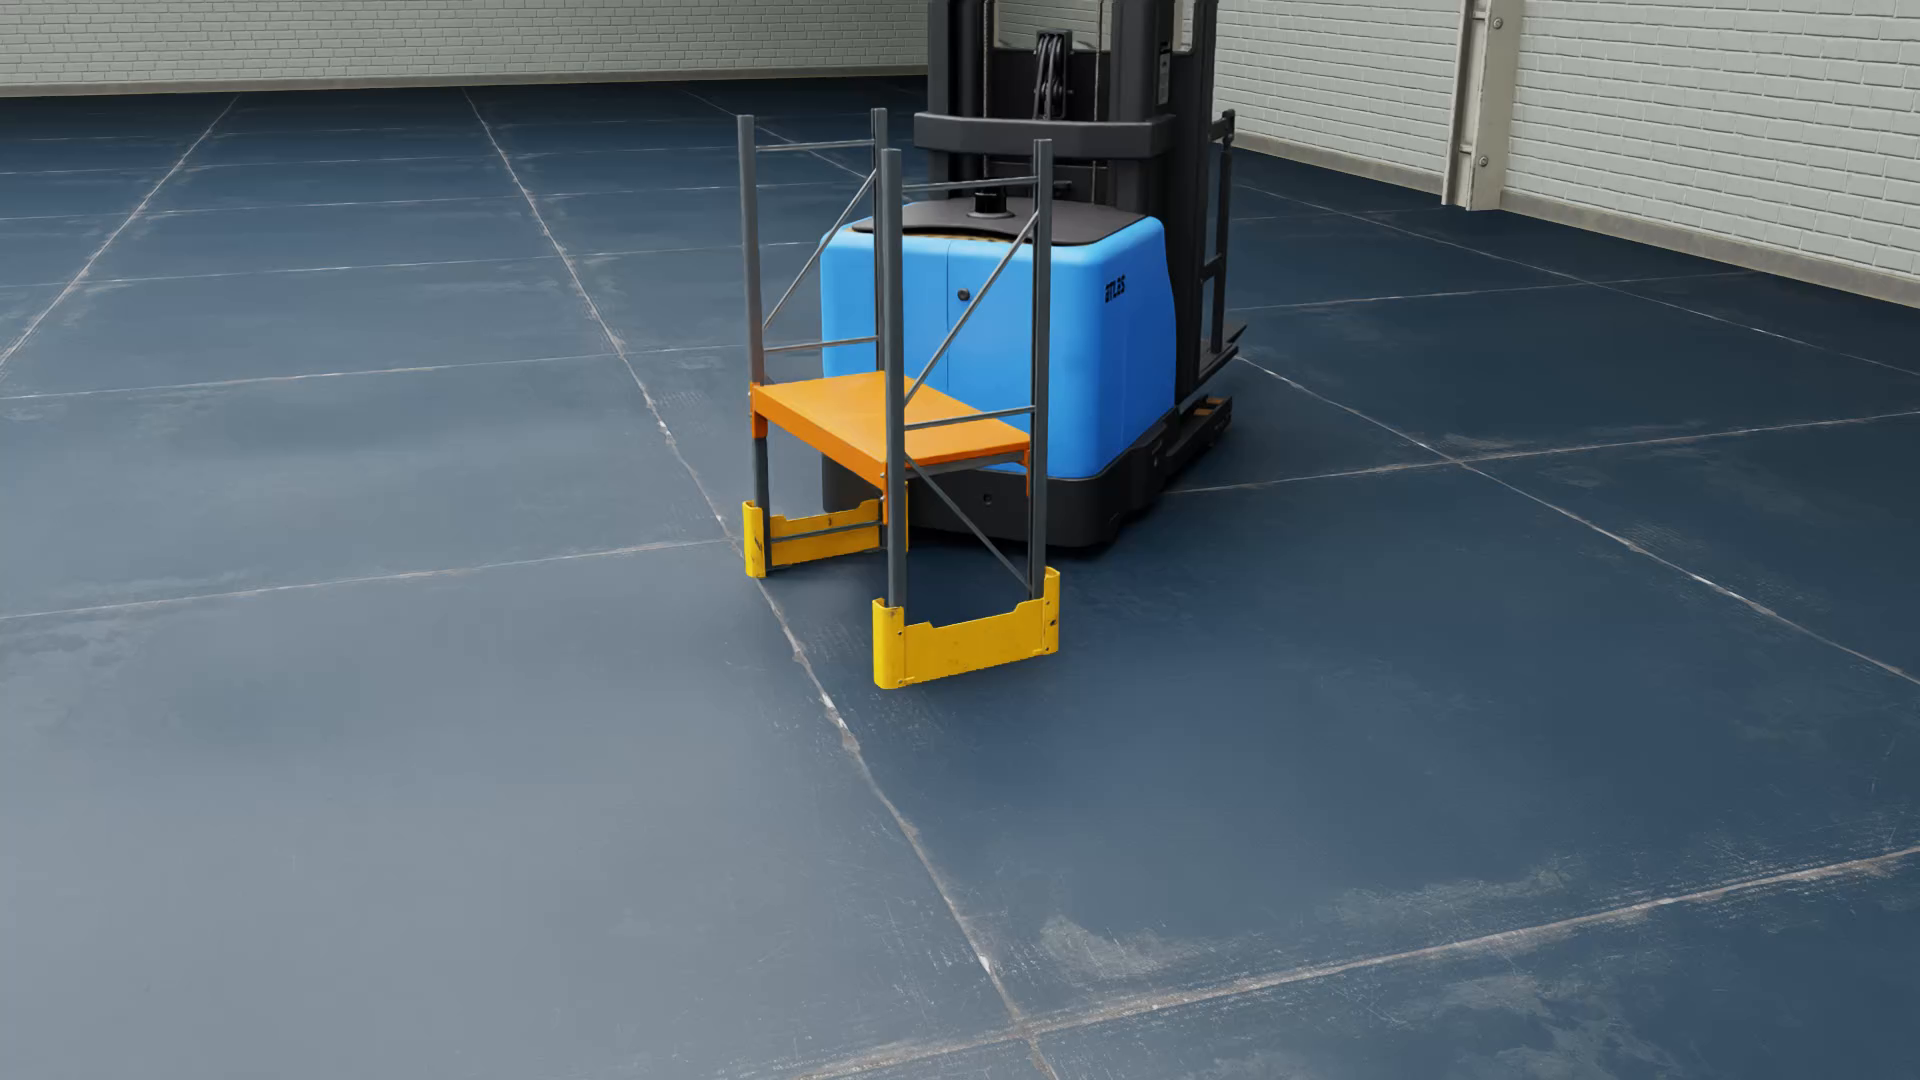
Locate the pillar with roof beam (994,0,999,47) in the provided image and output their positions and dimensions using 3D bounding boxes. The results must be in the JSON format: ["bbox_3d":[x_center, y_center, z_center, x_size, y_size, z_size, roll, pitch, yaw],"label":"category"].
[{"bbox_3d":[-3.735,-10.319,21.332,9.100,9.000,0.400,-6,21,-17],"label":"pillar with roof beam"}]

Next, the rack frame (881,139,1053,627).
[{"bbox_3d":[0.025,-0.335,4.631,0.500,1.500,0.032,-10,22,-27],"label":"rack frame"}]

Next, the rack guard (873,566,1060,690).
[{"bbox_3d":[0.024,0.253,4.843,0.587,0.250,0.087,-10,22,-27],"label":"rack guard"}]

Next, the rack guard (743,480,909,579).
[{"bbox_3d":[-0.450,-0.043,5.667,0.587,0.250,0.087,-10,22,-27],"label":"rack guard"}]

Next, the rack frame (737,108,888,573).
[{"bbox_3d":[-0.460,-0.637,5.472,0.500,1.500,0.032,-10,22,-27],"label":"rack frame"}]

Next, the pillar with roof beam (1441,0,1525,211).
[{"bbox_3d":[0.036,-6.468,10.611,9.100,9.000,0.400,-6,21,-17],"label":"pillar with roof beam"}]

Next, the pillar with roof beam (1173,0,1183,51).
[{"bbox_3d":[-1.850,-8.393,15.972,9.100,9.000,0.400,-6,21,-17],"label":"pillar with roof beam"}]

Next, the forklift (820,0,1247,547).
[{"bbox_3d":[0.531,-1.816,6.637,1.130,2.935,3.031,8,21,21],"label":"forklift"}]

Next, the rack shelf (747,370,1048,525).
[{"bbox_3d":[-0.218,-0.317,5.112,0.538,0.185,1.000,-10,22,-27],"label":"rack shelf"}]

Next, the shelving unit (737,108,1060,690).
[{"bbox_3d":[-0.213,-0.483,5.044,0.587,1.500,1.083,-10,22,-27],"label":"shelving unit"}]
